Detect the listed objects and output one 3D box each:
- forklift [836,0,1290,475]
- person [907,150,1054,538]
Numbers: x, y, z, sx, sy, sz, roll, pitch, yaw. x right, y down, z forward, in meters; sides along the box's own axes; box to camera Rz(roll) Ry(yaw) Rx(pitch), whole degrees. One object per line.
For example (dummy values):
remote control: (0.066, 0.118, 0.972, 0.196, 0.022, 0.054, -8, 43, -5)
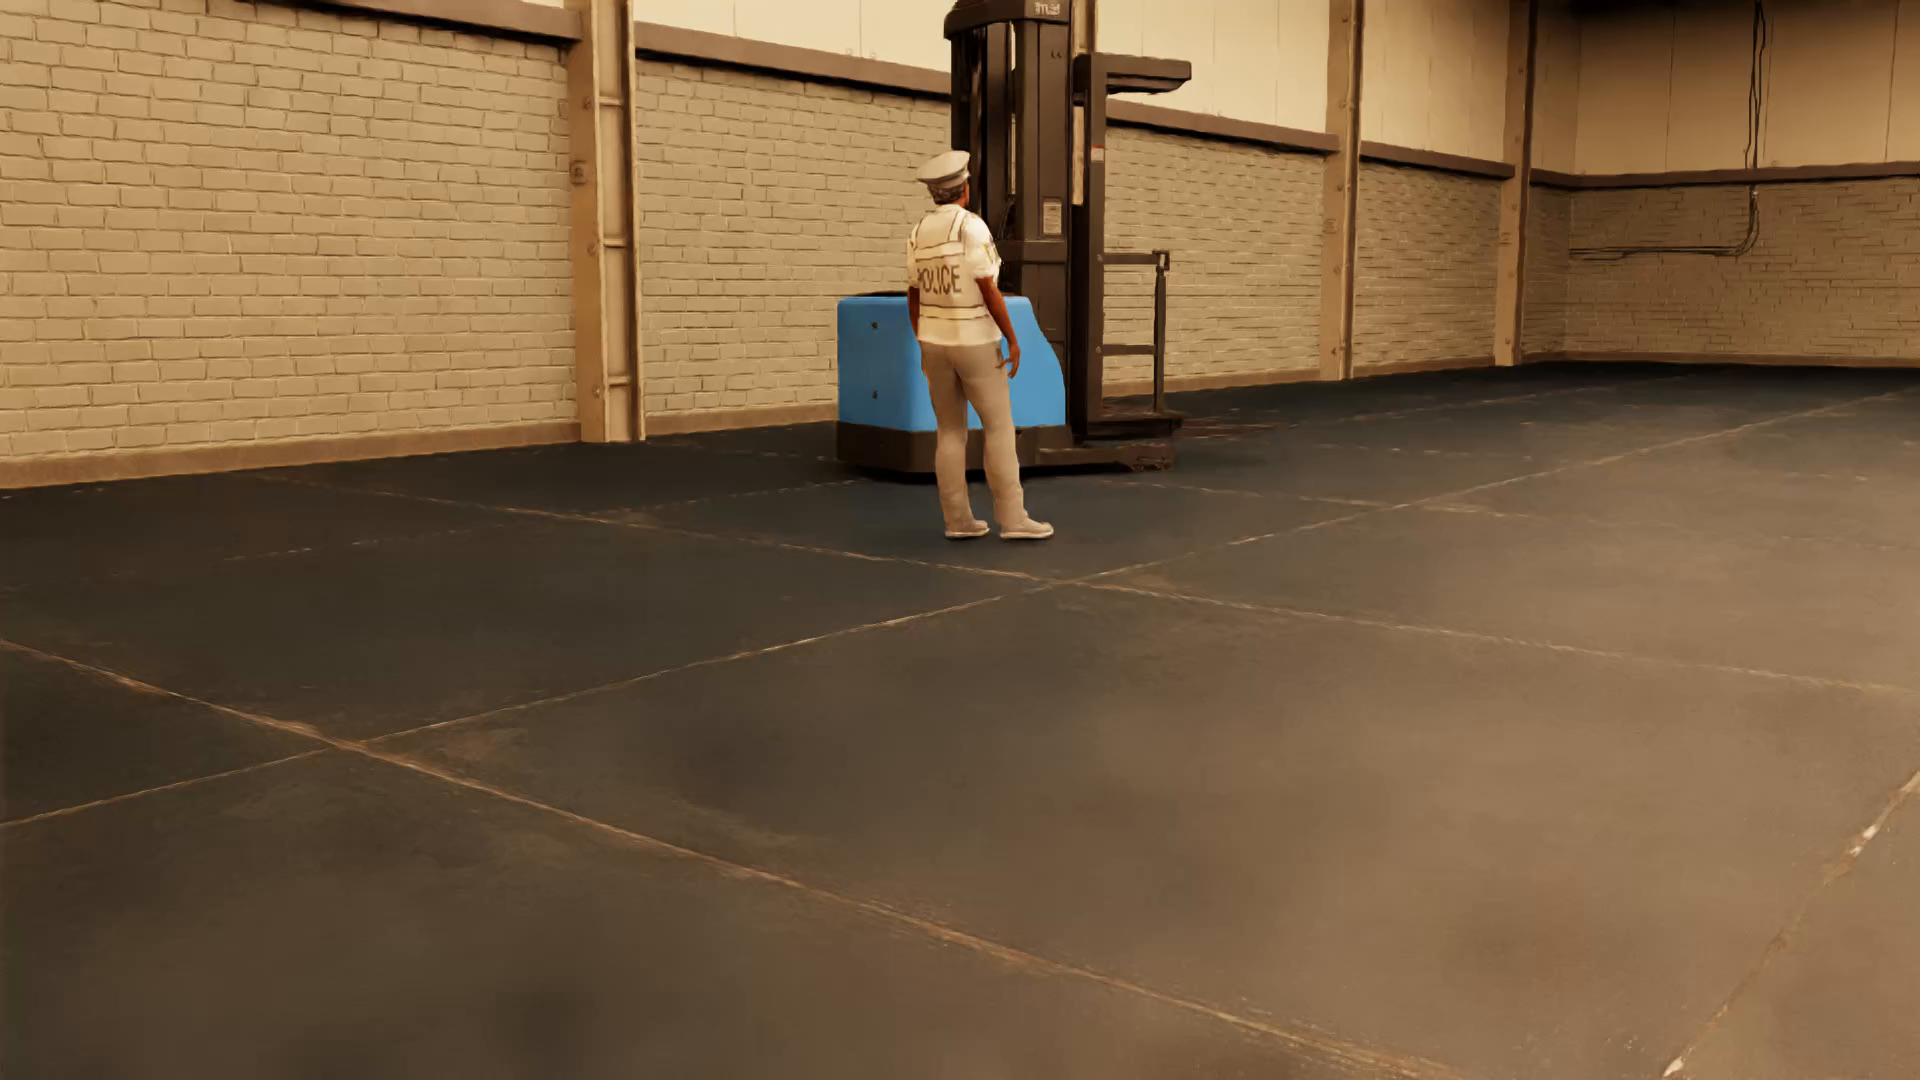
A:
forklift: (0.759, -1.938, 10.525, 3.031, 2.935, 1.130, -5, 10, -31)
person: (0.062, -0.853, 7.327, 0.570, 1.695, 0.529, 7, 11, 38)
